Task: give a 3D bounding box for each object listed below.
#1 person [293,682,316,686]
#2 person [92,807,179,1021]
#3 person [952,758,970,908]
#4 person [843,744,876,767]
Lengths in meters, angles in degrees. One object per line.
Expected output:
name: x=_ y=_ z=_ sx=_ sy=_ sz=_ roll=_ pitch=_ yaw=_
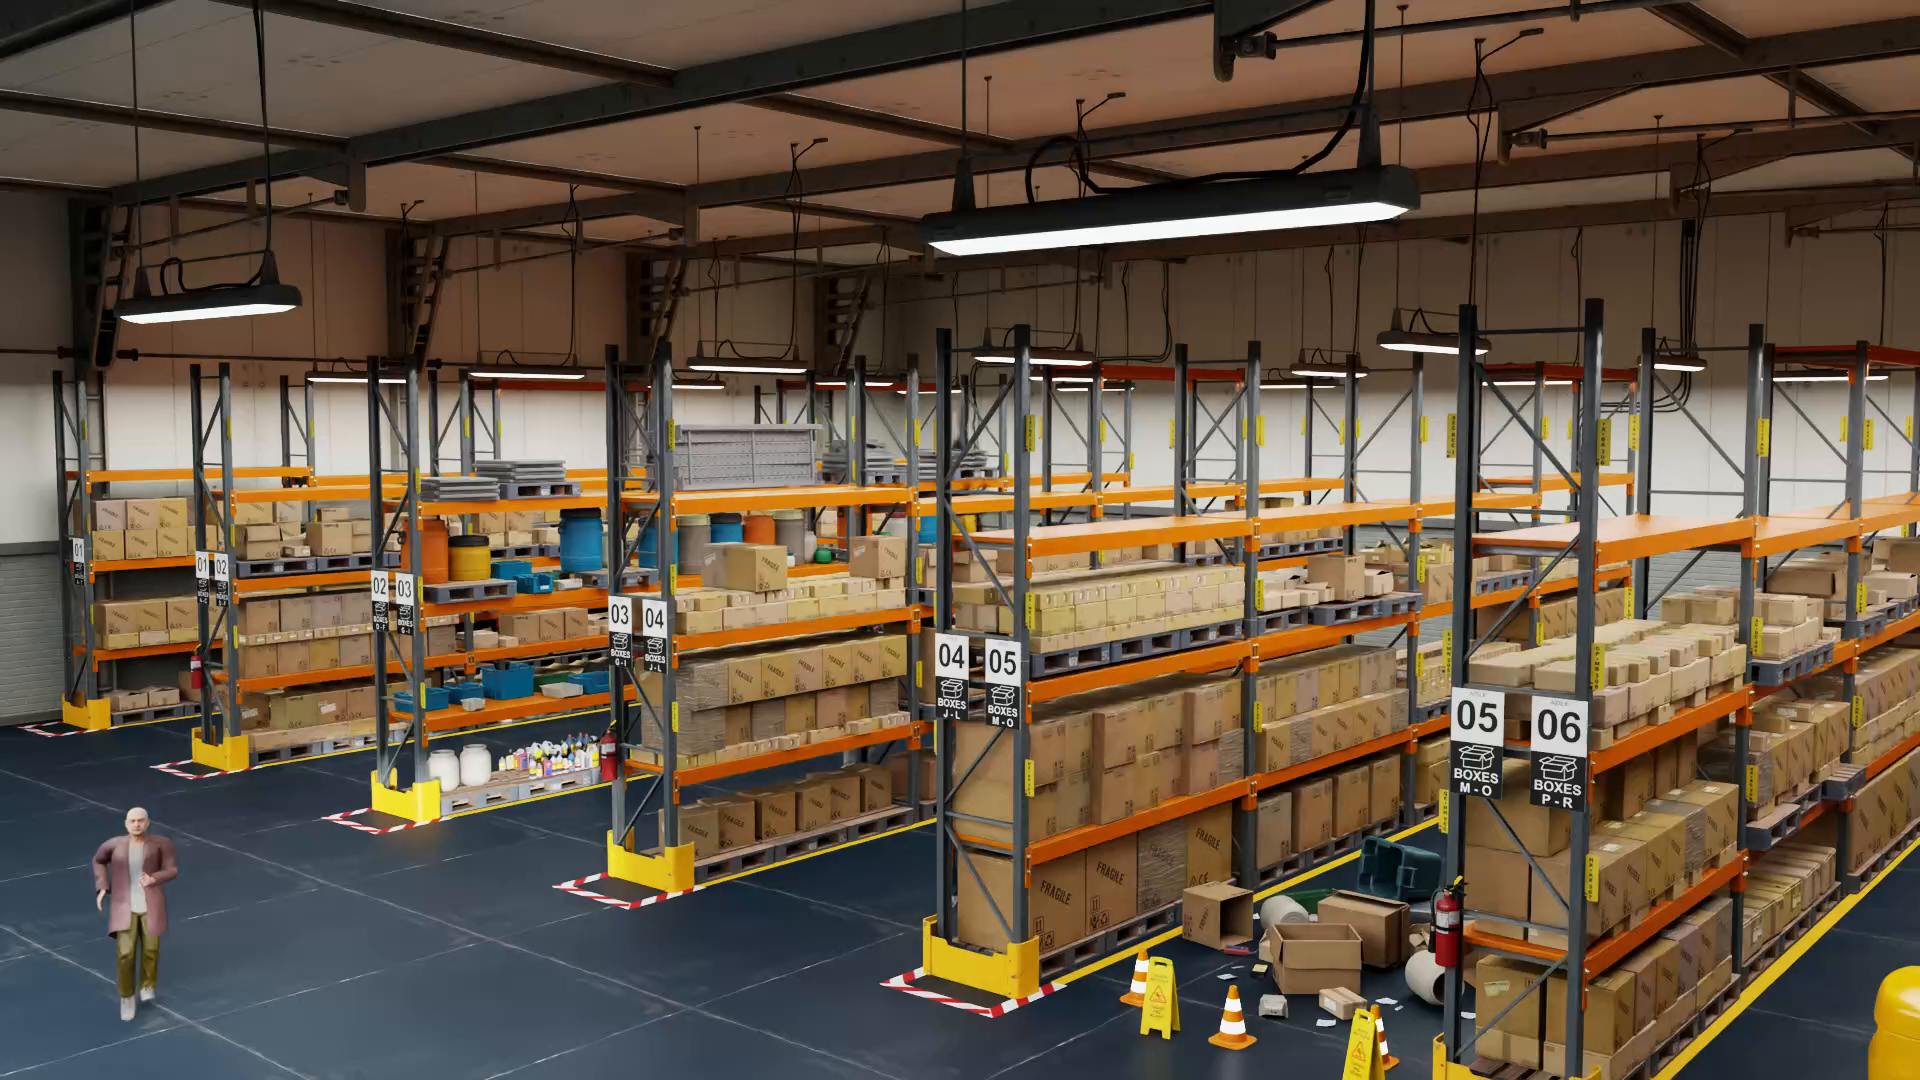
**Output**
person: x=-10.879 y=2.385 z=27.496 sx=0.554 sy=1.664 sz=0.759 roll=3 pitch=5 yaw=35
person: x=-7.168 y=3.238 z=14.485 sx=0.659 sy=1.823 sz=0.798 roll=-2 pitch=5 yaw=-28
person: x=-0.006 y=3.106 z=17.871 sx=0.541 sy=1.576 sz=0.676 roll=2 pitch=5 yaw=27
person: x=-1.536 y=2.566 z=24.772 sx=0.566 sy=1.660 sz=0.818 roll=3 pitch=5 yaw=32
